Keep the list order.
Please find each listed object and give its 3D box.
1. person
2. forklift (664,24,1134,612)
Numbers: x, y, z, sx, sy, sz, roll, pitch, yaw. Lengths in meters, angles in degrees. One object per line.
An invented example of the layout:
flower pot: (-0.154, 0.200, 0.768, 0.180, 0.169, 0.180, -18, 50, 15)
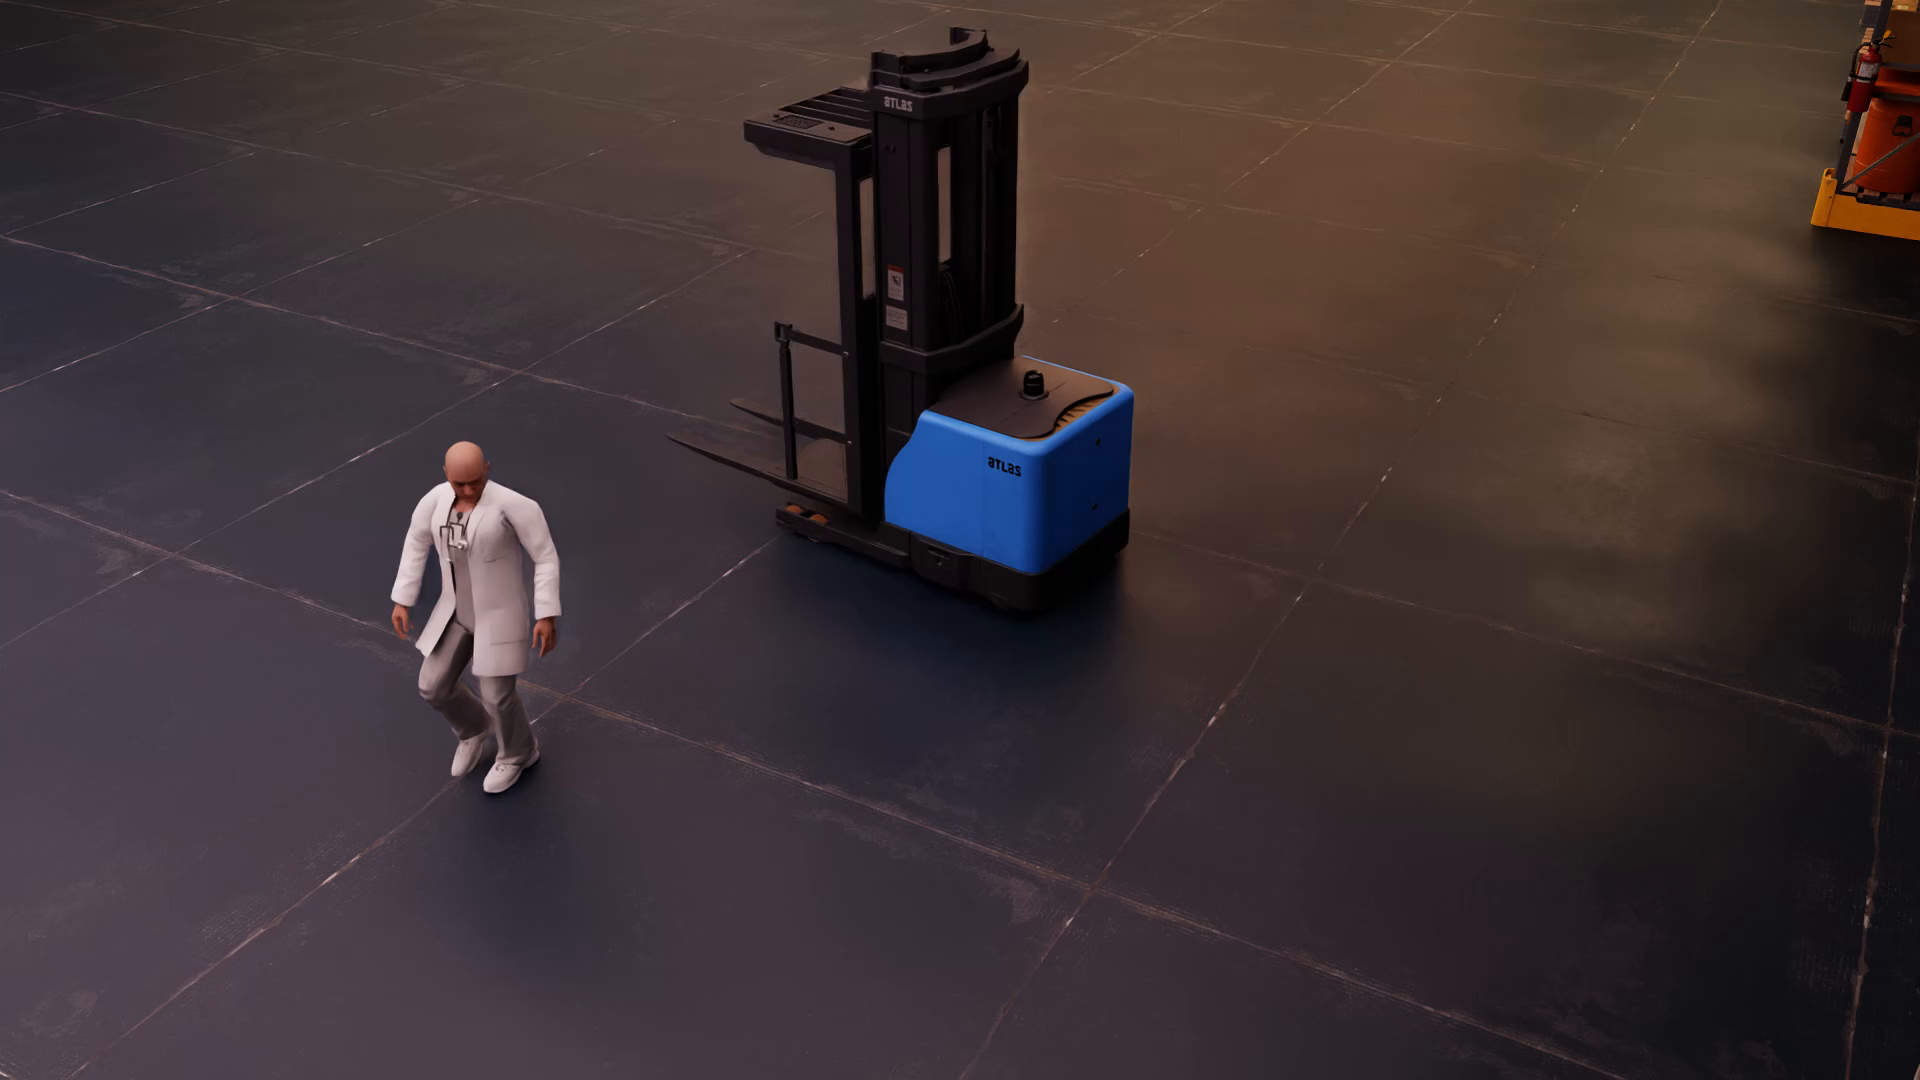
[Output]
person: (-2.170, 0.383, 7.621, 0.872, 1.779, 0.493, 13, 32, 21)
forklift: (-0.496, -1.448, 9.579, 3.031, 2.935, 1.130, 20, 36, 31)
